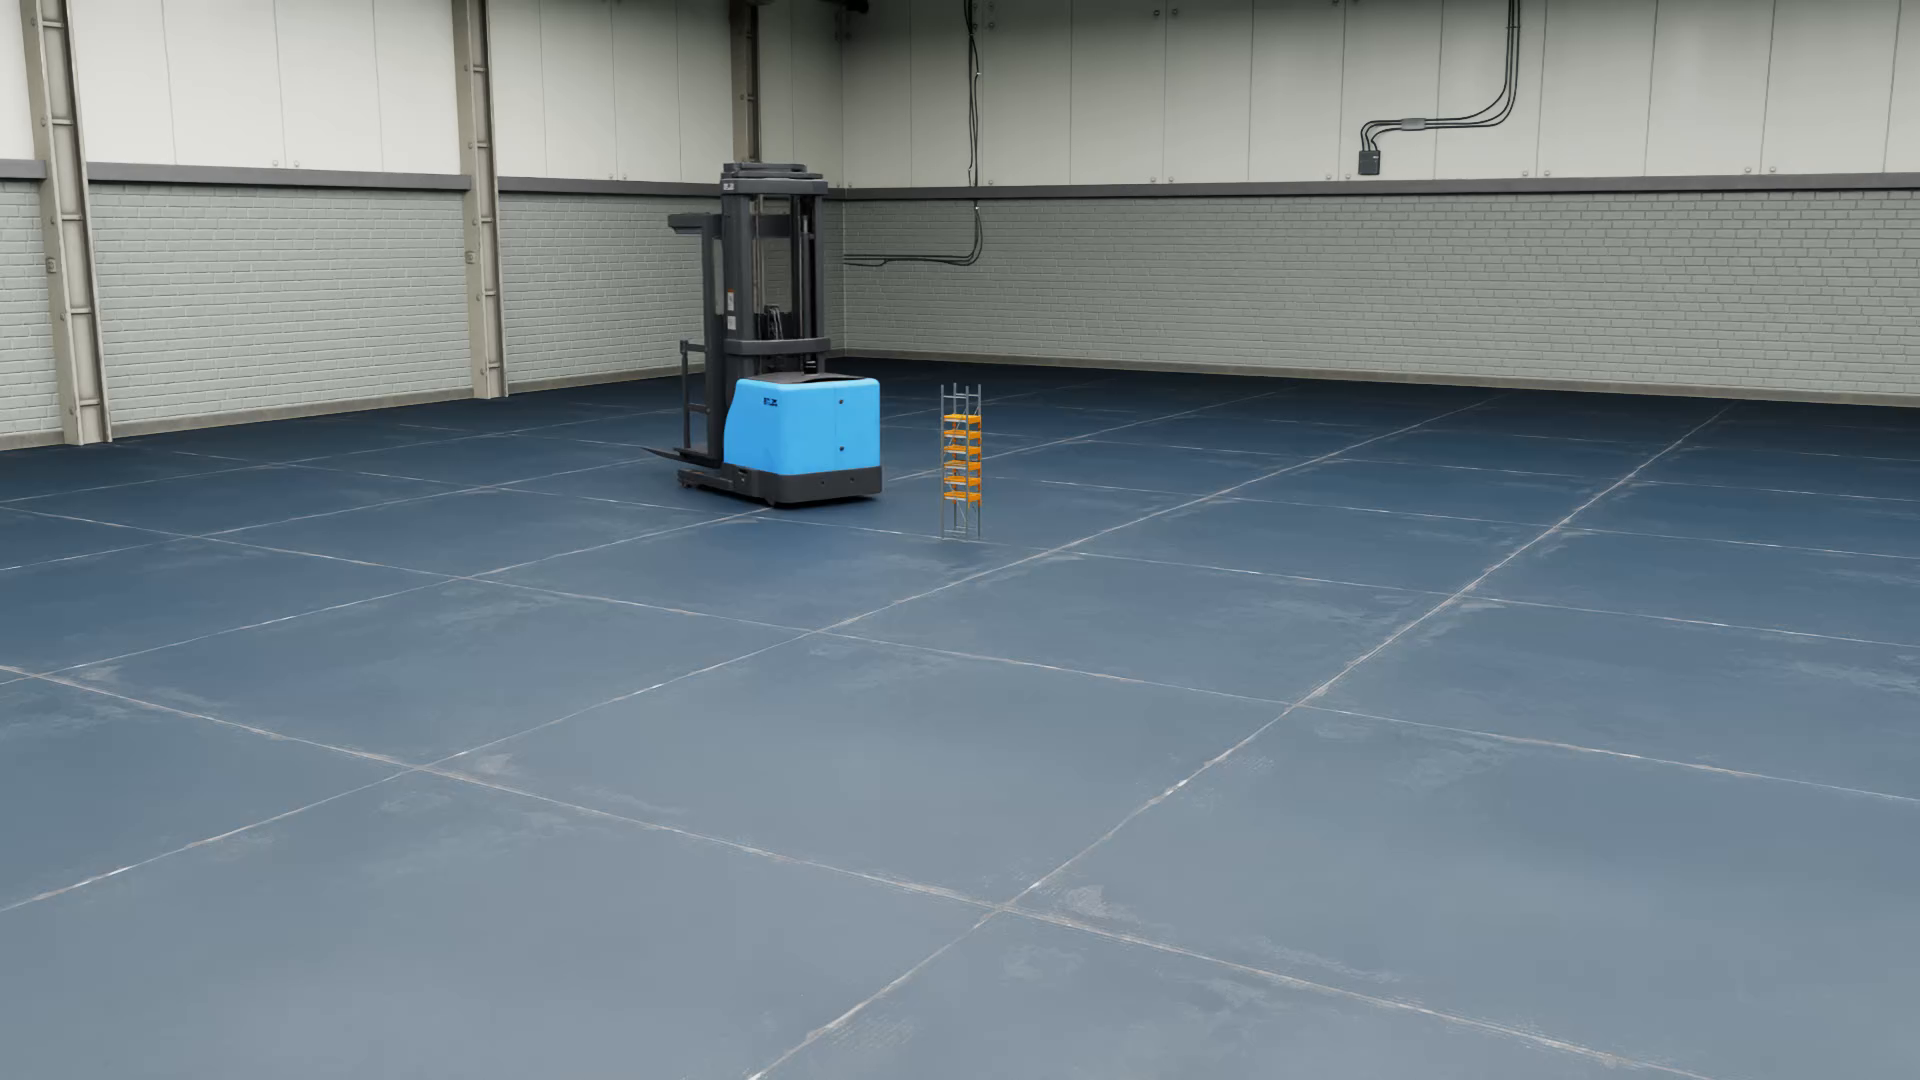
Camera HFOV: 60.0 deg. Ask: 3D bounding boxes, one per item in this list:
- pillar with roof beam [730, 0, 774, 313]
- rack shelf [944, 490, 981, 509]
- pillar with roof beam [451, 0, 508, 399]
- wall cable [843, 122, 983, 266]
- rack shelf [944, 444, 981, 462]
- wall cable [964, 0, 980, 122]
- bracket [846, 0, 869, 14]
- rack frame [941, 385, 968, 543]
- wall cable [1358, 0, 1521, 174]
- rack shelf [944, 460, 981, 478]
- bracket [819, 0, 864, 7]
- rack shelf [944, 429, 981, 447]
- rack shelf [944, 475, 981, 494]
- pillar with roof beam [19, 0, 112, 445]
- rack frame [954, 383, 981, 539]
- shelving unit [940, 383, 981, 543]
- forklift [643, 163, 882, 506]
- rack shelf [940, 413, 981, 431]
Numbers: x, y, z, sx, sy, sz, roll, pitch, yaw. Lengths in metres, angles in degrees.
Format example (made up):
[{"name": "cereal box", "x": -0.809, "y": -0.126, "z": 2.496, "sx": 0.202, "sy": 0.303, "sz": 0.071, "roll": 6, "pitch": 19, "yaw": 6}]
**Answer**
[{"name": "pillar with roof beam", "x": 0.080, "y": -7.000, "z": 25.802, "sx": 9.100, "sy": 9.000, "sz": 0.548, "roll": 6, "pitch": 12, "yaw": 31}, {"name": "rack shelf", "x": 0.008, "y": -0.312, "z": 12.823, "sx": 0.258, "sy": 0.103, "sz": 0.180, "roll": 6, "pitch": 12, "yaw": 31}, {"name": "pillar with roof beam", "x": -3.035, "y": -6.056, "z": 20.762, "sx": 9.100, "sy": 9.000, "sz": 0.400, "roll": 6, "pitch": 12, "yaw": 31}, {"name": "wall cable", "x": -0.940, "y": -6.222, "z": 30.085, "sx": 3.097, "sy": 2.526, "sz": 0.112, "roll": 6, "pitch": 12, "yaw": 31}, {"name": "rack shelf", "x": 0.008, "y": -0.666, "z": 12.757, "sx": 0.258, "sy": 0.103, "sz": 0.180, "roll": 6, "pitch": 12, "yaw": 31}, {"name": "wall cable", "x": 1.372, "y": -8.445, "z": 28.240, "sx": 3.097, "sy": 2.526, "sz": 0.112, "roll": 6, "pitch": 12, "yaw": 31}, {"name": "bracket", "x": -1.850, "y": -9.584, "z": 29.826, "sx": 0.235, "sy": 0.232, "sz": 0.430, "roll": 6, "pitch": 12, "yaw": 31}, {"name": "rack frame", "x": -0.040, "y": -0.578, "z": 12.694, "sx": 0.240, "sy": 1.200, "sz": 0.006, "roll": 6, "pitch": 12, "yaw": 31}, {"name": "wall cable", "x": 7.165, "y": -8.510, "z": 24.628, "sx": 2.305, "sy": 6.003, "sz": 0.169, "roll": 6, "pitch": 12, "yaw": 31}, {"name": "rack shelf", "x": 0.008, "y": -0.548, "z": 12.779, "sx": 0.258, "sy": 0.103, "sz": 0.180, "roll": 6, "pitch": 12, "yaw": 31}, {"name": "bracket", "x": -2.157, "y": -9.491, "z": 29.330, "sx": 0.076, "sy": 0.066, "sz": 3.189, "roll": 6, "pitch": 12, "yaw": 31}, {"name": "rack shelf", "x": 0.008, "y": -0.784, "z": 12.734, "sx": 0.258, "sy": 0.103, "sz": 0.180, "roll": 6, "pitch": 12, "yaw": 31}, {"name": "rack shelf", "x": 0.008, "y": -0.430, "z": 12.801, "sx": 0.258, "sy": 0.103, "sz": 0.180, "roll": 6, "pitch": 12, "yaw": 31}, {"name": "pillar with roof beam", "x": -6.150, "y": -5.112, "z": 15.721, "sx": 9.100, "sy": 9.000, "sz": 0.400, "roll": 6, "pitch": 12, "yaw": 31}, {"name": "rack frame", "x": 0.055, "y": -0.606, "z": 12.847, "sx": 0.240, "sy": 1.200, "sz": 0.006, "roll": 6, "pitch": 12, "yaw": 31}, {"name": "shelving unit", "x": 0.008, "y": -0.592, "z": 12.770, "sx": 0.258, "sy": 1.200, "sz": 0.189, "roll": 6, "pitch": 12, "yaw": 31}, {"name": "forklift", "x": -1.980, "y": -1.956, "z": 15.352, "sx": 1.130, "sy": 2.935, "sz": 3.031, "roll": -8, "pitch": 13, "yaw": -36}, {"name": "rack shelf", "x": 0.008, "y": -0.902, "z": 12.712, "sx": 0.258, "sy": 0.103, "sz": 0.180, "roll": 6, "pitch": 12, "yaw": 31}]
